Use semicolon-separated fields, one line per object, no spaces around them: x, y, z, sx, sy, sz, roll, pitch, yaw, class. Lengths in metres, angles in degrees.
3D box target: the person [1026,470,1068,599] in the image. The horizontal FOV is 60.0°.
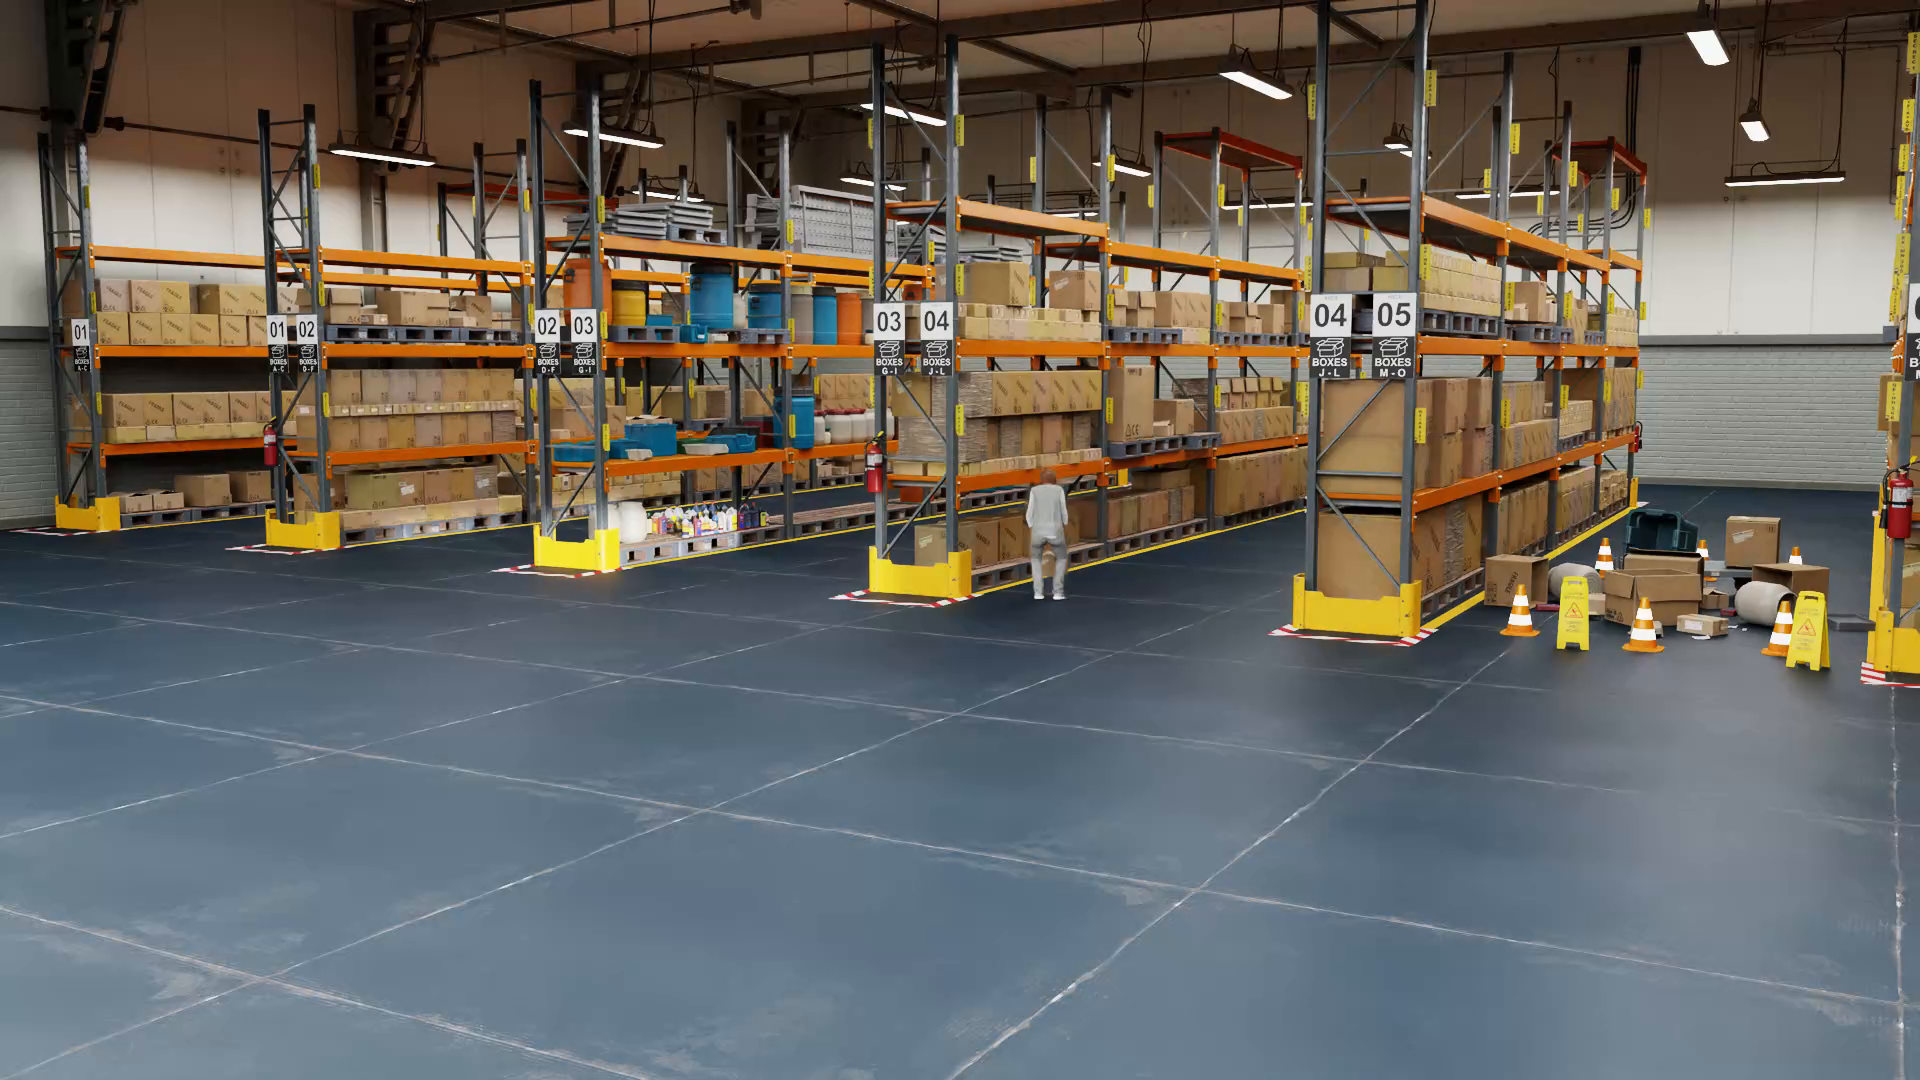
0.933;-0.052;18.009;0.459;1.401;0.581;1;6;10;person
